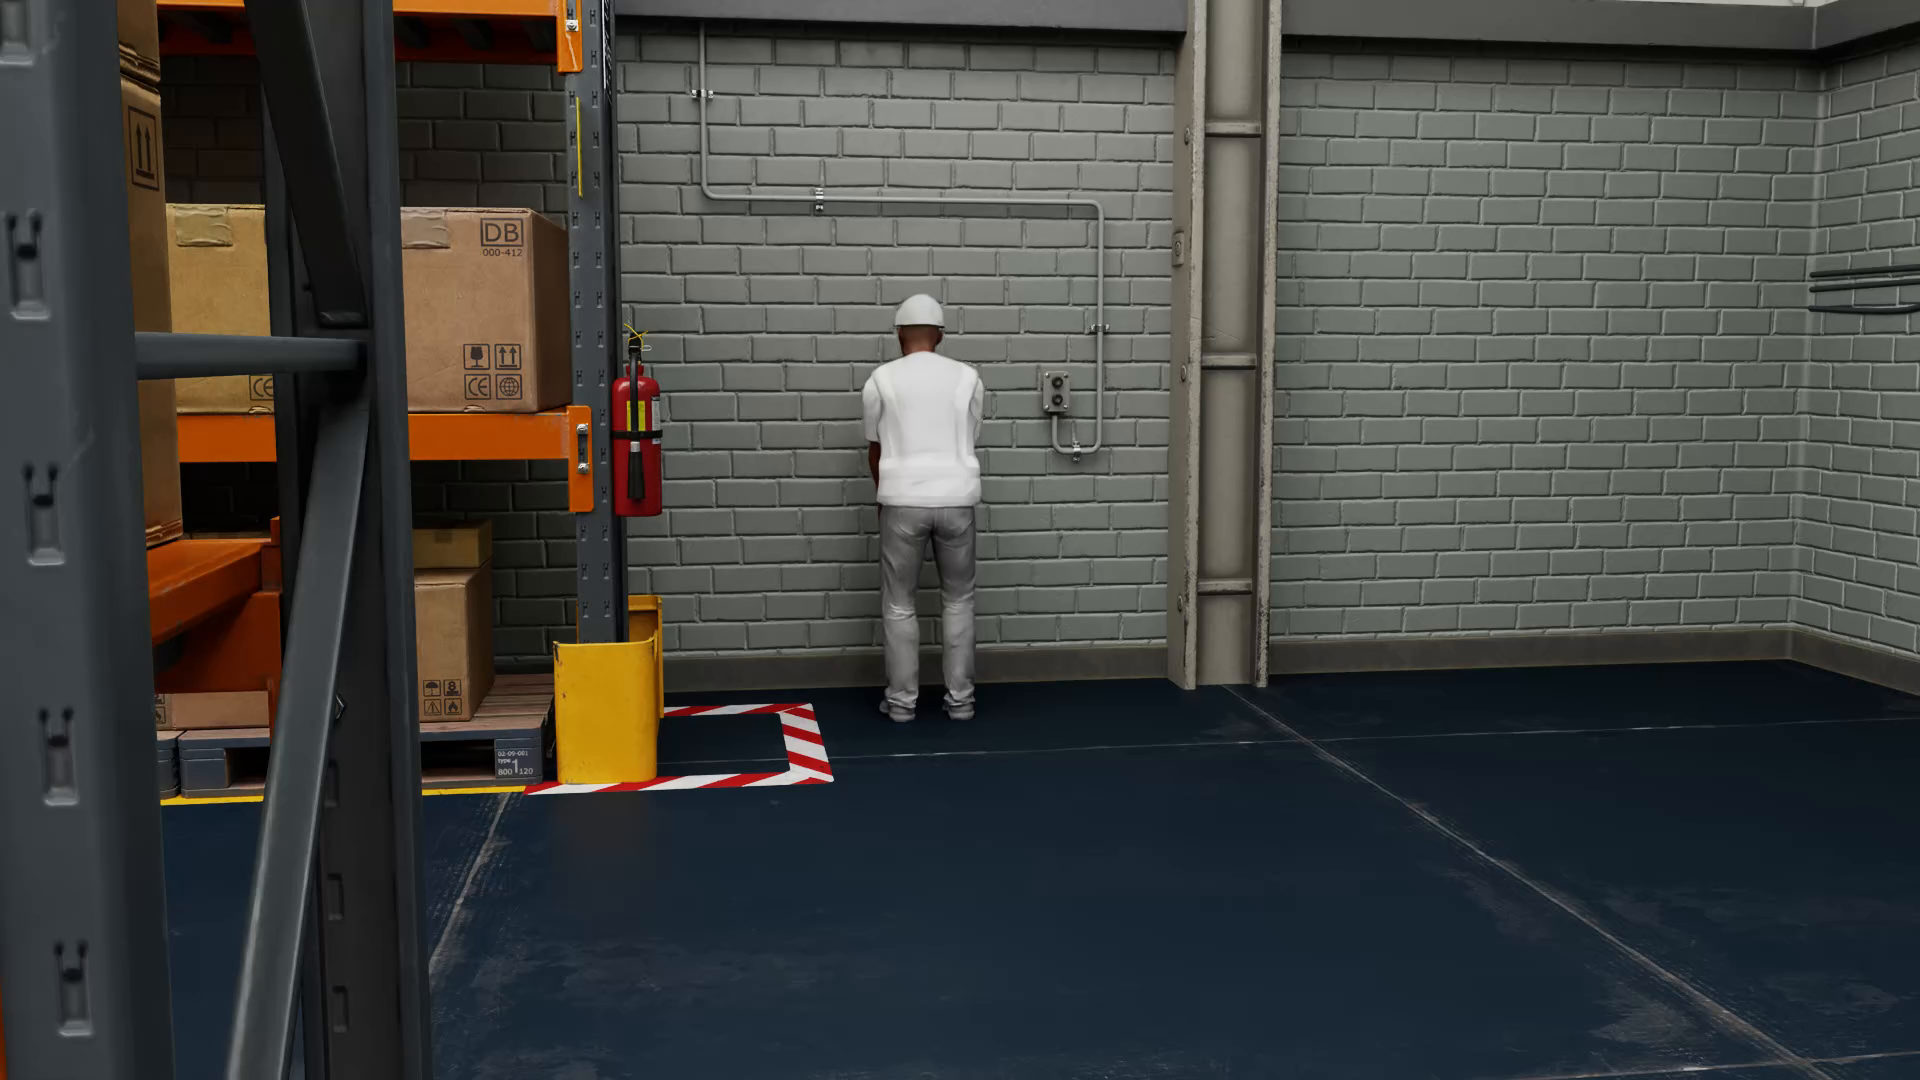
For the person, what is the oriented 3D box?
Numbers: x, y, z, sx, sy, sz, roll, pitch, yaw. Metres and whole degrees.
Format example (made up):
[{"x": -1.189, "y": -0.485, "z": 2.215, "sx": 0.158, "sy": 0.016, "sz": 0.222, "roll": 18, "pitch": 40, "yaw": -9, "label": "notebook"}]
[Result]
[{"x": -0.161, "y": -0.143, "z": 6.943, "sx": 0.505, "sy": 1.750, "sz": 0.583, "roll": -1, "pitch": 7, "yaw": -10, "label": "person"}]
